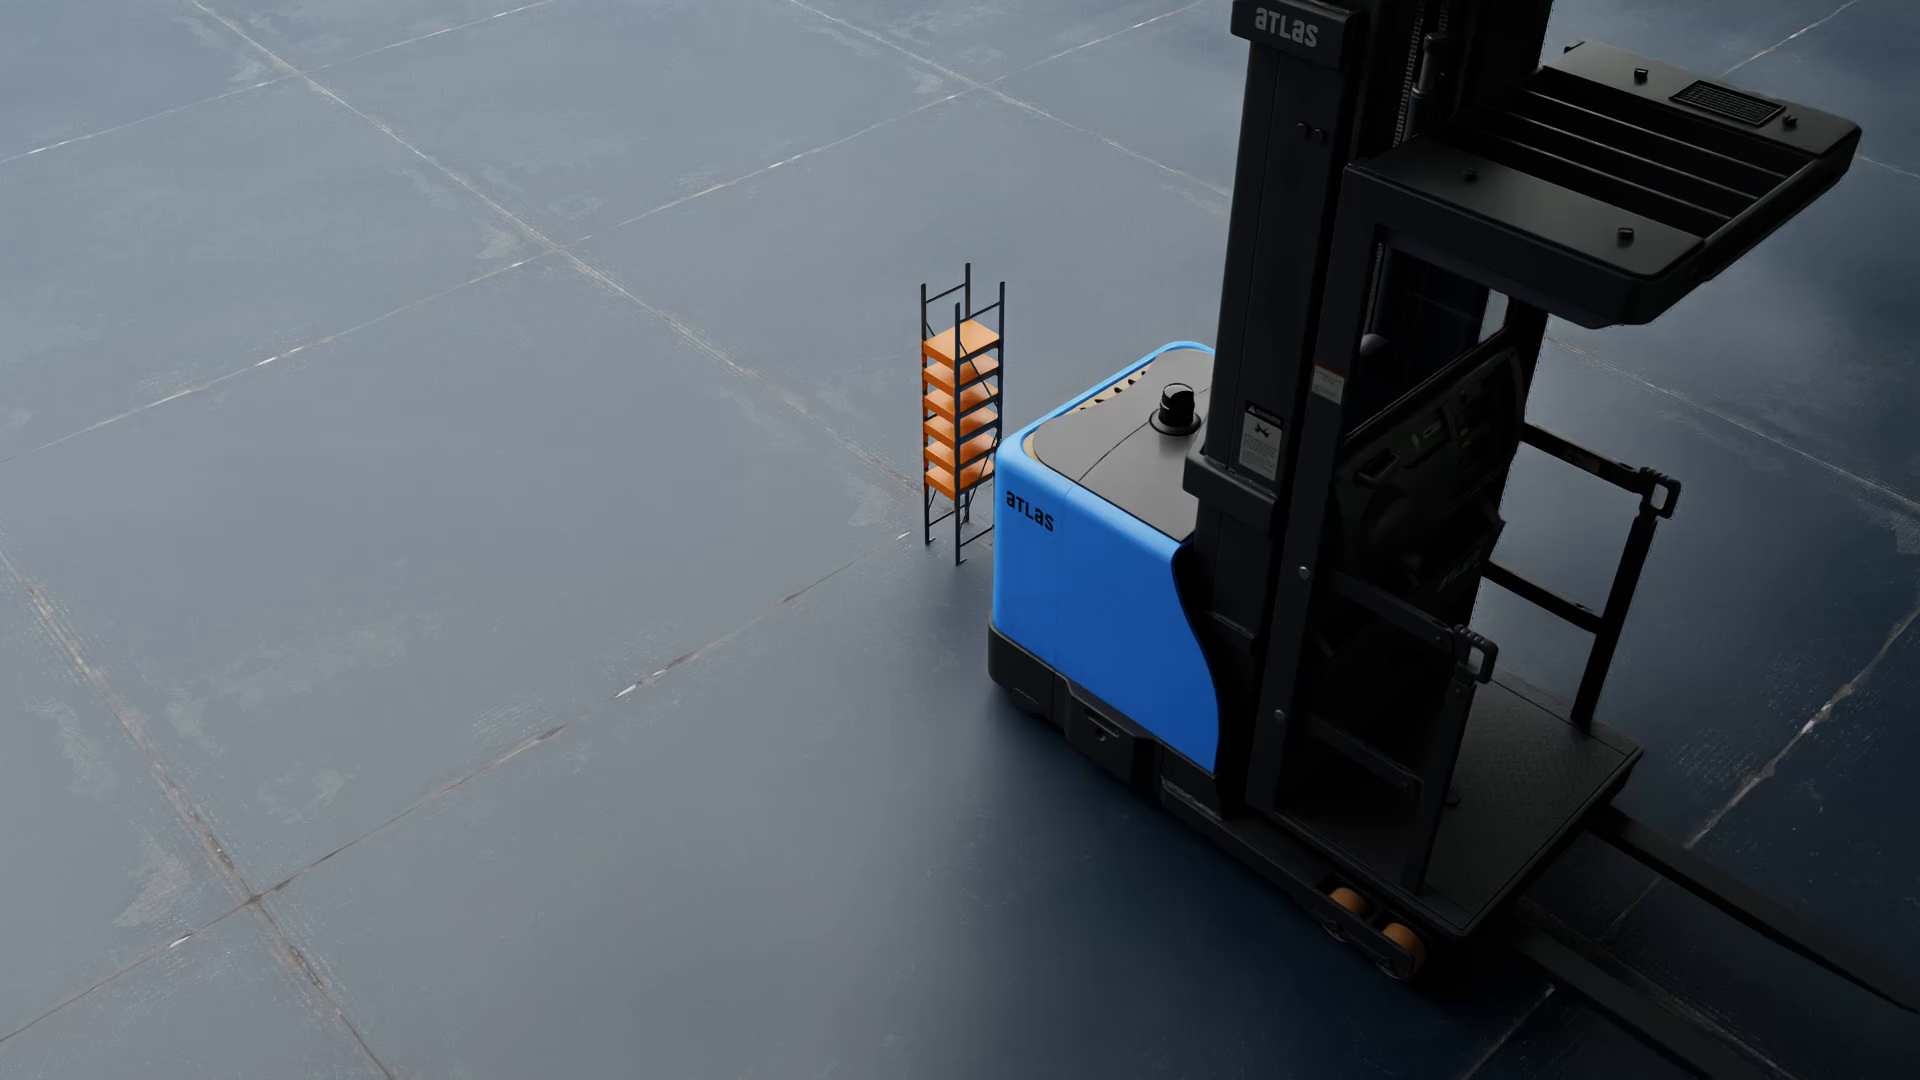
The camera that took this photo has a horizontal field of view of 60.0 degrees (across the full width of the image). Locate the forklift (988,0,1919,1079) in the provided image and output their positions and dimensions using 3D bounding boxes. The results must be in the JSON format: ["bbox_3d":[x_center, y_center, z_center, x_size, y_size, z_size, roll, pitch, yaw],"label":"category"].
[{"bbox_3d":[1.494,-0.171,4.629,1.130,2.935,3.031,-32,49,-33],"label":"forklift"}]

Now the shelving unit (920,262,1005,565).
[{"bbox_3d":[0.010,-0.460,6.365,0.258,1.200,0.189,-30,48,-32],"label":"shelving unit"}]

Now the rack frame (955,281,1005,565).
[{"bbox_3d":[0.072,-0.418,6.312,0.240,1.200,0.006,-30,48,-32],"label":"rack frame"}]

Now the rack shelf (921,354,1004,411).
[{"bbox_3d":[0.010,-0.612,6.242,0.258,0.103,0.180,-30,48,-32],"label":"rack shelf"}]

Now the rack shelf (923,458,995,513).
[{"bbox_3d":[0.010,-0.239,6.543,0.258,0.103,0.180,-30,48,-32],"label":"rack shelf"}]

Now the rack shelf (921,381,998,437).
[{"bbox_3d":[0.010,-0.519,6.317,0.258,0.103,0.180,-30,48,-32],"label":"rack shelf"}]

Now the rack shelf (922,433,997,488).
[{"bbox_3d":[0.010,-0.332,6.468,0.258,0.103,0.180,-30,48,-32],"label":"rack shelf"}]

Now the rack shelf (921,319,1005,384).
[{"bbox_3d":[0.010,-0.706,6.166,0.258,0.103,0.180,-30,48,-32],"label":"rack shelf"}]

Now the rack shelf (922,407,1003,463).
[{"bbox_3d":[0.010,-0.426,6.393,0.258,0.103,0.180,-30,48,-32],"label":"rack shelf"}]

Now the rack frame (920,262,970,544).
[{"bbox_3d":[-0.052,-0.502,6.417,0.240,1.200,0.006,-30,48,-32],"label":"rack frame"}]
